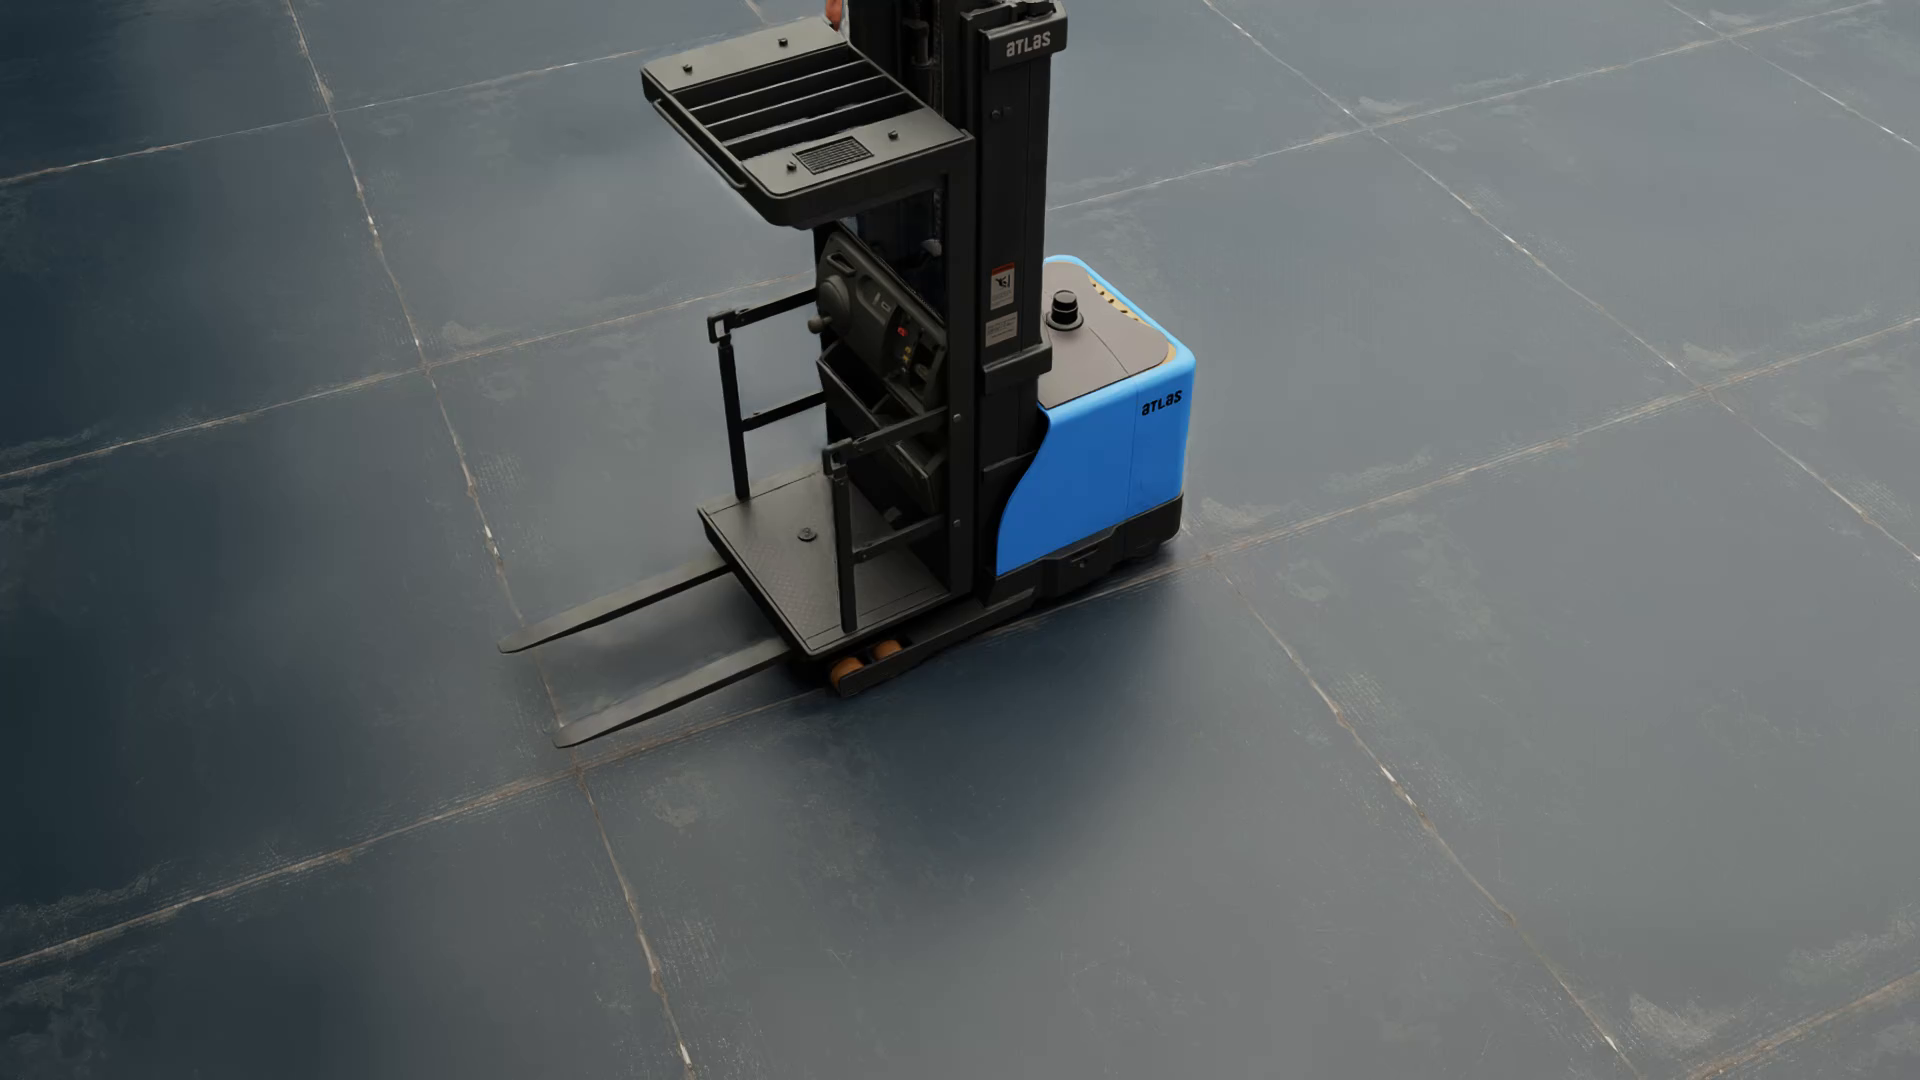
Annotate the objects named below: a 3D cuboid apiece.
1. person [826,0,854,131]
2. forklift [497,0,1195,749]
[{"bbox_3d":[-0.478,-2.962,9.703,0.608,1.778,0.438,-5,43,-5],"label":"person"},{"bbox_3d":[-0.496,-0.819,6.558,3.031,2.935,1.130,-23,48,-23],"label":"forklift"}]
